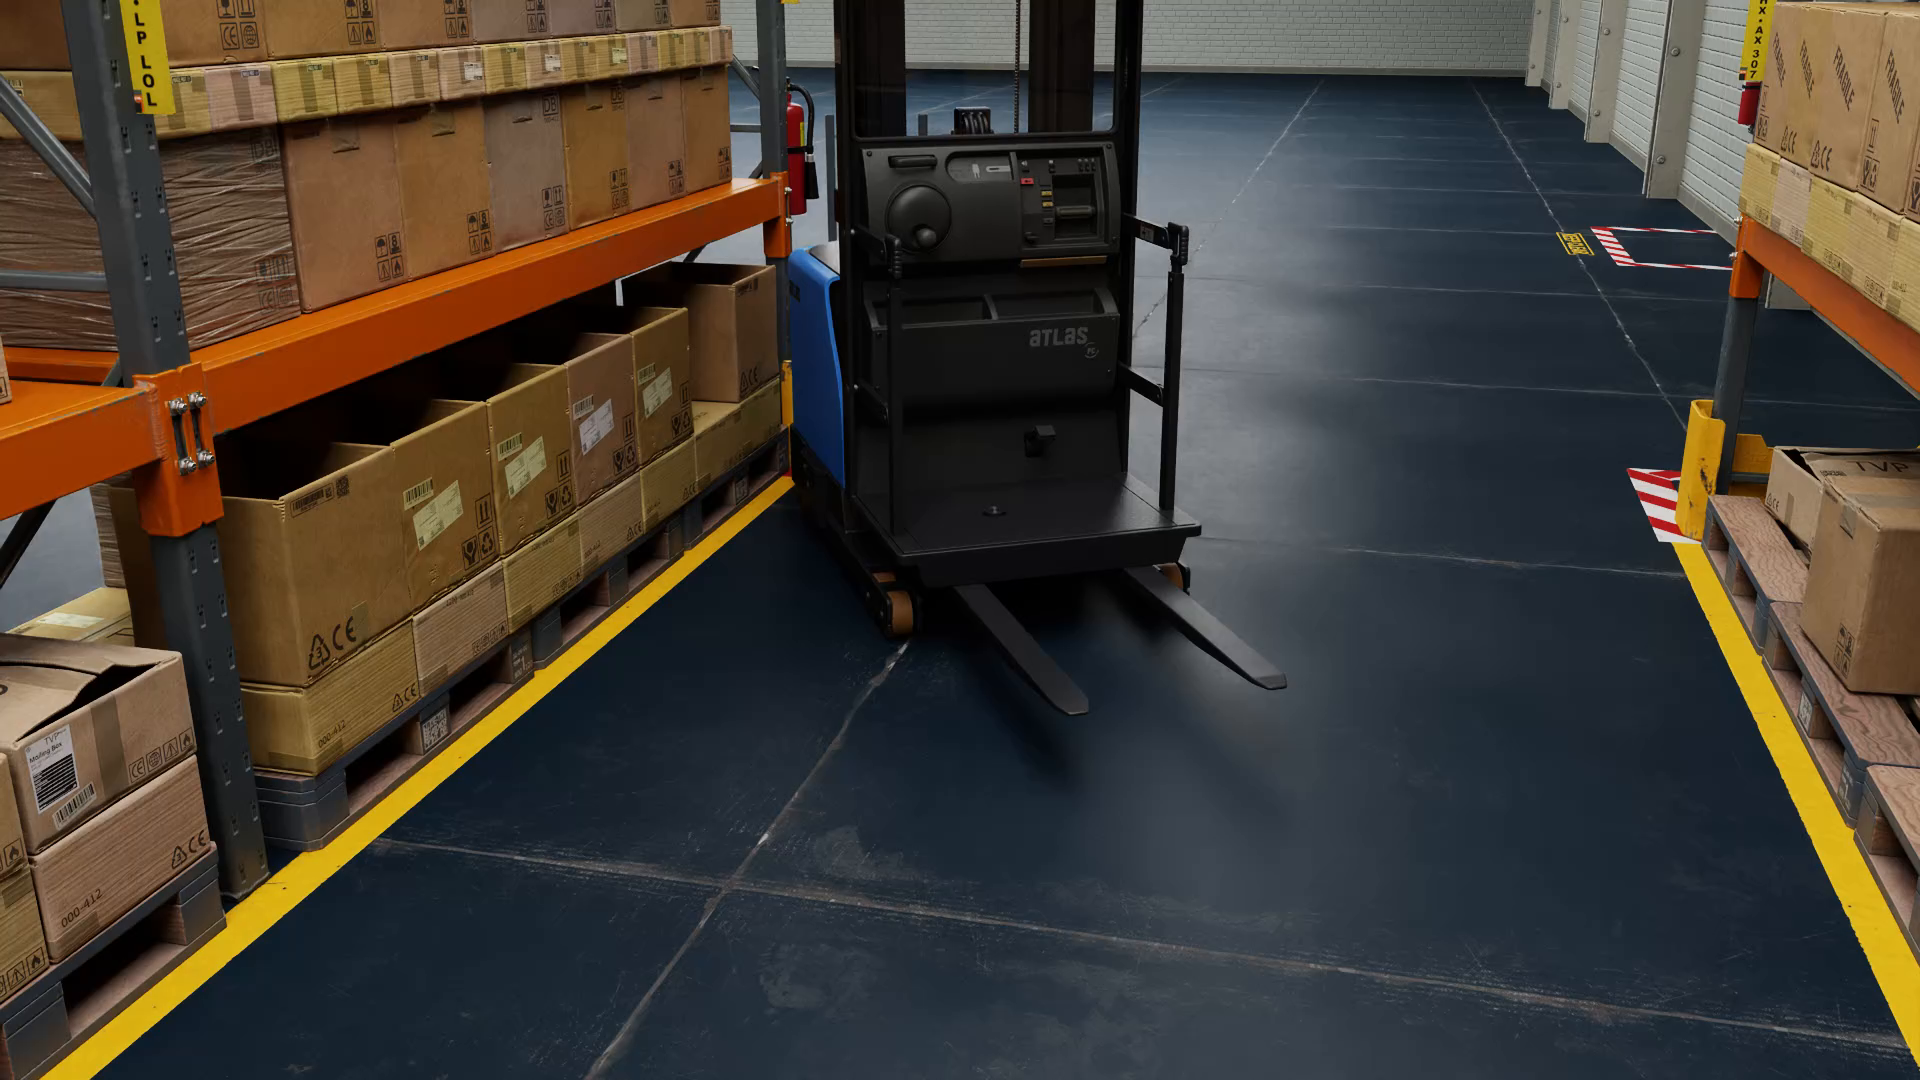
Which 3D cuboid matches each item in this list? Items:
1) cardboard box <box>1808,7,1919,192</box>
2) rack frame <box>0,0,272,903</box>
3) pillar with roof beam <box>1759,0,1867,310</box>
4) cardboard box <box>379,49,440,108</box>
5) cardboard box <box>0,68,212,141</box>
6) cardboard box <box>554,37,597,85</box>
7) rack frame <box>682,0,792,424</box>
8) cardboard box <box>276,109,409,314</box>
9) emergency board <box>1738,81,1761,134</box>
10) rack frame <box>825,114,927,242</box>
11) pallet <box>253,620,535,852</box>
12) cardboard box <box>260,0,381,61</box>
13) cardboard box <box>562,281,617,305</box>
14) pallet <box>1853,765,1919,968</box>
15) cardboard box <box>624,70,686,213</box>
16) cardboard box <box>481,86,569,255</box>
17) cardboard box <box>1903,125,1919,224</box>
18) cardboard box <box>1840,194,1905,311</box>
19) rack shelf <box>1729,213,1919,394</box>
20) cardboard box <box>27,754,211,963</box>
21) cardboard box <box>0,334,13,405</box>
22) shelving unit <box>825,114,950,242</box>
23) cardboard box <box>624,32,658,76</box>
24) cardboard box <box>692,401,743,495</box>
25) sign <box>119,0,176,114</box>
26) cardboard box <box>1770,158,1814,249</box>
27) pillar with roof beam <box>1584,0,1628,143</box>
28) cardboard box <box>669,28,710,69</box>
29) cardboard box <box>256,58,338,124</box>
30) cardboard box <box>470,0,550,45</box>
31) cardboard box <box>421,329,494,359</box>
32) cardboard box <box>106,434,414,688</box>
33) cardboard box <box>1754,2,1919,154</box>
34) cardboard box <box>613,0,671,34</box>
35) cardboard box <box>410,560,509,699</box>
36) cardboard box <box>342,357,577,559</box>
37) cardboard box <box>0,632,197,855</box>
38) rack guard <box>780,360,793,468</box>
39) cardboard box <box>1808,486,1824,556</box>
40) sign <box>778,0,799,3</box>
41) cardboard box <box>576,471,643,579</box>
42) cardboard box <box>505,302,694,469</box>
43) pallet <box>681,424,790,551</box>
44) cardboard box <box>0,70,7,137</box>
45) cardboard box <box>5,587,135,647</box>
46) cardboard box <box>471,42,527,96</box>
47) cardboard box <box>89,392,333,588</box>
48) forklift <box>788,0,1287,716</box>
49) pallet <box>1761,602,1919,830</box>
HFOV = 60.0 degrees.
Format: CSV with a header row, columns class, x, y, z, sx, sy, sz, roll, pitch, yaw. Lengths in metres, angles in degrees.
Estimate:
class,x,y,z,sx,sy,sz,roll,pitch,yaw
cardboard box,2.874,-1.303,4.903,0.500,0.500,0.500,4,19,12
rack frame,-2.237,-0.588,3.767,1.000,3.000,0.127,5,19,13
pillar with roof beam,1.504,-6.223,10.985,9.100,9.000,0.400,5,19,13
cardboard box,-1.735,-1.331,4.786,0.380,0.149,0.250,4,19,12
cardboard box,-1.984,-1.011,3.848,0.380,0.149,0.250,5,19,13
cardboard box,-1.483,-1.655,5.734,0.380,0.149,0.250,5,20,15
rack frame,-1.260,-1.841,7.438,1.000,3.000,0.127,5,19,13
cardboard box,-2.012,-0.940,4.645,0.700,0.500,0.500,4,19,13
emergency board,6.319,-3.816,13.218,0.194,1.169,0.643,5,19,13
rack frame,-0.411,-1.377,8.400,0.500,1.500,0.032,-2,19,-7
pallet,-2.002,0.486,4.938,1.003,0.211,1.213,5,19,13
cardboard box,-2.012,-1.547,4.414,0.700,0.500,0.500,5,19,13
cardboard box,-1.727,-0.786,6.793,0.500,0.500,0.500,5,19,13
pallet,2.697,0.909,3.701,1.003,0.211,1.213,5,19,13
cardboard box,-1.510,-1.578,6.513,0.700,0.500,0.500,5,20,15
cardboard box,-1.762,-1.258,5.575,0.700,0.500,0.500,5,20,15
cardboard box,2.633,-0.977,3.949,0.500,0.500,0.500,4,19,12
cardboard box,2.749,-0.781,4.533,0.500,0.250,0.500,5,19,14
rack shelf,3.056,-0.484,4.577,1.077,0.370,4.000,5,19,13
cardboard box,-2.057,0.668,3.696,0.500,0.250,0.500,4,19,13
cardboard box,-2.315,-0.359,3.330,0.500,0.250,0.500,6,20,17
shelving unit,-0.347,-1.211,7.914,0.587,1.500,1.083,-2,19,-7
cardboard box,-1.357,-1.820,6.217,0.380,0.149,0.250,5,19,14
cardboard box,-1.215,-0.390,6.792,0.500,0.250,0.500,5,19,13
sign,-1.708,-1.058,3.476,0.100,0.325,0.005,5,19,13
cardboard box,3.005,-1.098,5.463,0.500,0.250,0.500,4,19,12
pillar with roof beam,4.436,-9.984,21.997,9.100,9.000,0.400,5,19,13
cardboard box,-1.231,-1.979,6.682,0.380,0.149,0.250,5,20,15
cardboard box,-1.861,-1.171,4.316,0.380,0.149,0.250,4,19,12
cardboard box,-1.767,-1.860,5.332,0.700,0.500,0.500,5,19,13
cardboard box,-1.976,-0.473,5.877,0.500,0.500,0.500,5,19,13
cardboard box,-1.820,0.039,4.376,0.500,0.500,0.500,5,19,13
cardboard box,3.137,-1.619,5.827,0.500,0.500,0.500,5,19,13
cardboard box,-1.522,-2.175,6.254,0.700,0.500,0.500,4,19,12
cardboard box,-1.703,0.237,4.957,0.500,0.250,0.500,5,19,13
cardboard box,-1.576,-0.274,5.293,0.500,0.500,0.500,5,19,13
cardboard box,-2.058,0.399,3.615,0.500,0.311,0.500,5,19,13
rack guard,-1.254,-0.666,7.864,1.175,0.500,0.348,5,19,13
cardboard box,3.149,0.001,5.522,0.500,0.311,0.500,6,20,18
sign,-0.737,-2.454,7.074,0.100,0.325,0.005,5,19,13
cardboard box,-1.459,-0.076,5.875,0.500,0.250,0.500,5,19,13
cardboard box,-1.332,-0.588,6.211,0.500,0.500,0.500,5,19,13
pallet,-1.406,-0.279,7.177,1.003,0.211,1.213,5,19,13
cardboard box,-2.378,-1.044,3.945,0.380,0.149,0.250,5,19,13
cardboard box,-2.336,0.352,4.620,0.500,0.250,0.500,5,19,13
cardboard box,-1.609,-1.497,5.270,0.380,0.149,0.250,4,19,13
cardboard box,-2.202,-0.158,4.955,0.500,0.500,0.500,5,19,13
forklift,0.181,-1.194,5.648,1.130,2.935,3.031,-6,20,-16
pallet,2.993,0.525,4.824,1.003,0.211,1.213,5,19,13
